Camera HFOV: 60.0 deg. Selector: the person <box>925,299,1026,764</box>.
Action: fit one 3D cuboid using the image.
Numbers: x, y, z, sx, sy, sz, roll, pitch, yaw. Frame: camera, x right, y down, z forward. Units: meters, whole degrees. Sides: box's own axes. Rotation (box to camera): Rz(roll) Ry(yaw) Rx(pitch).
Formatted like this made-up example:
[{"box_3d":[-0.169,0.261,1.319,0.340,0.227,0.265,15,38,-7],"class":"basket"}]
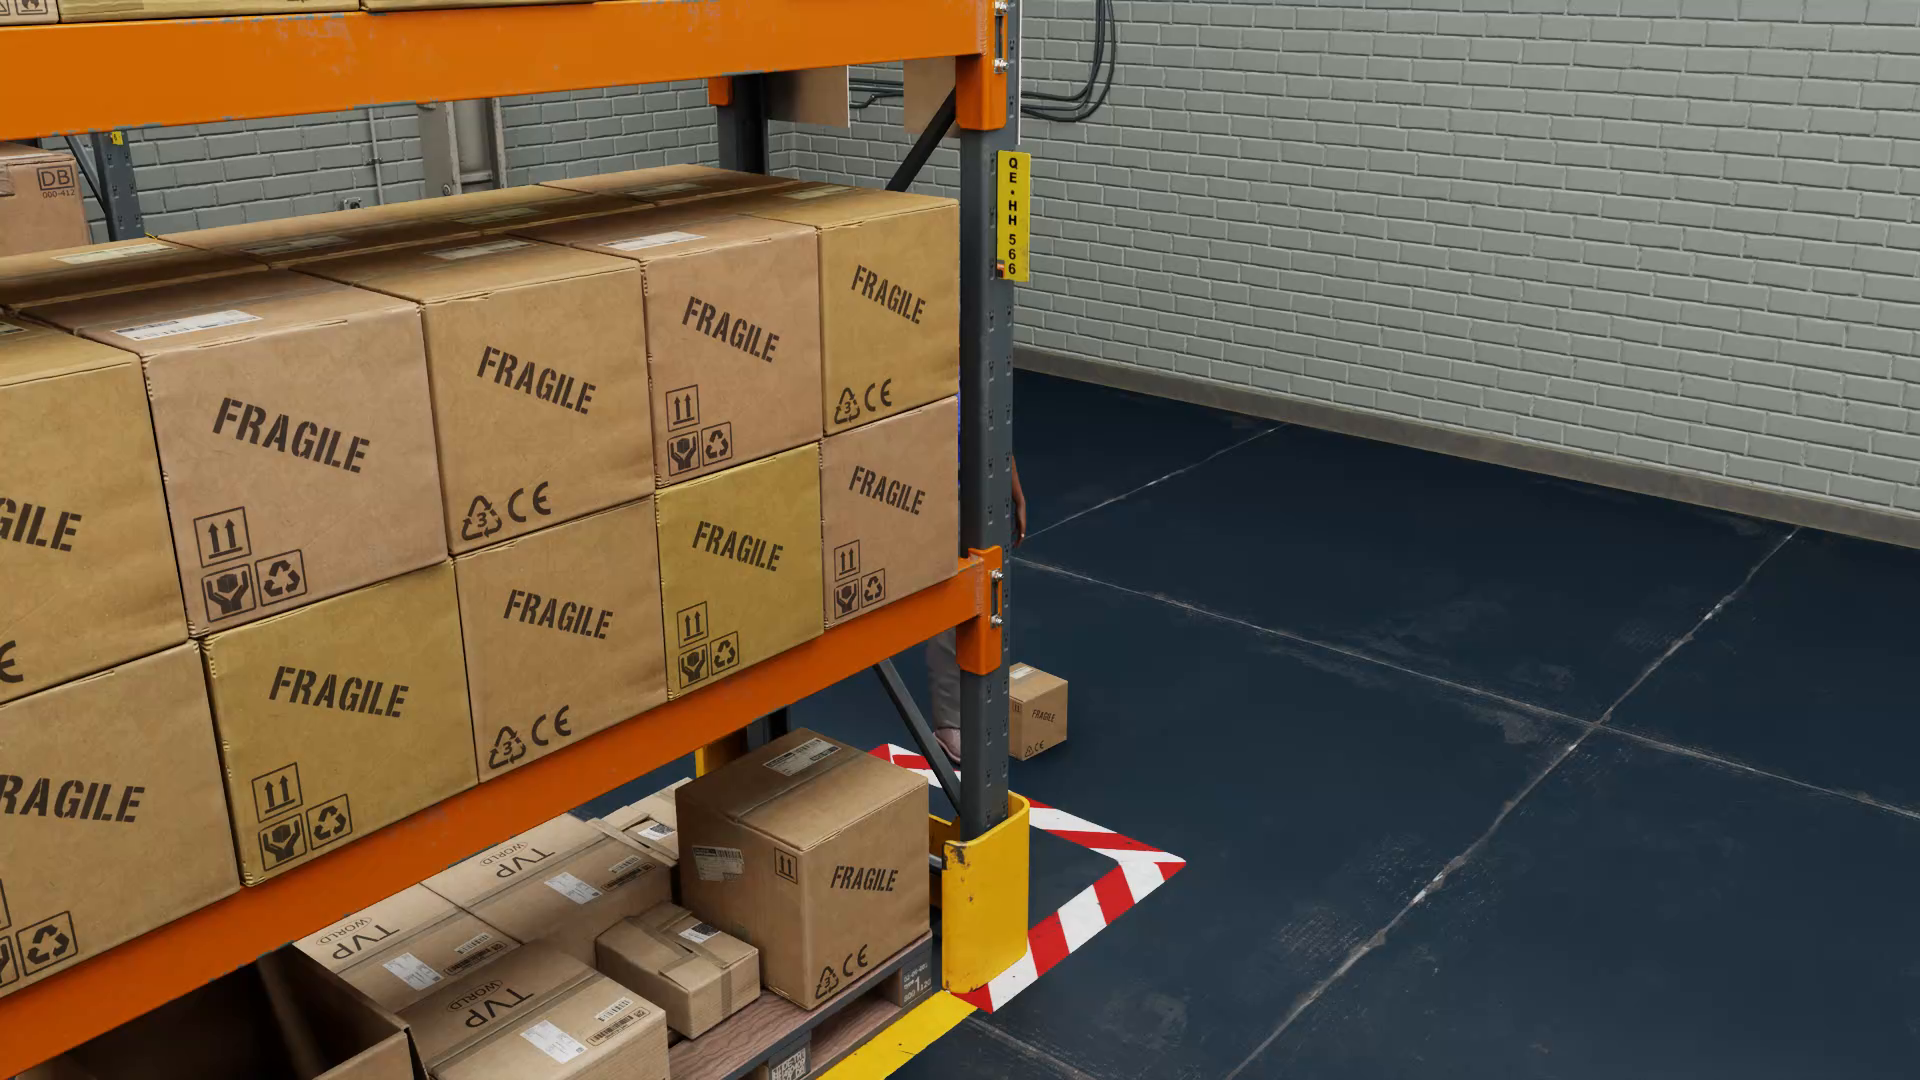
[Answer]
[{"box_3d":[0.074,-0.051,6.195,0.569,1.656,0.503,-19,28,-41],"class":"person"}]
